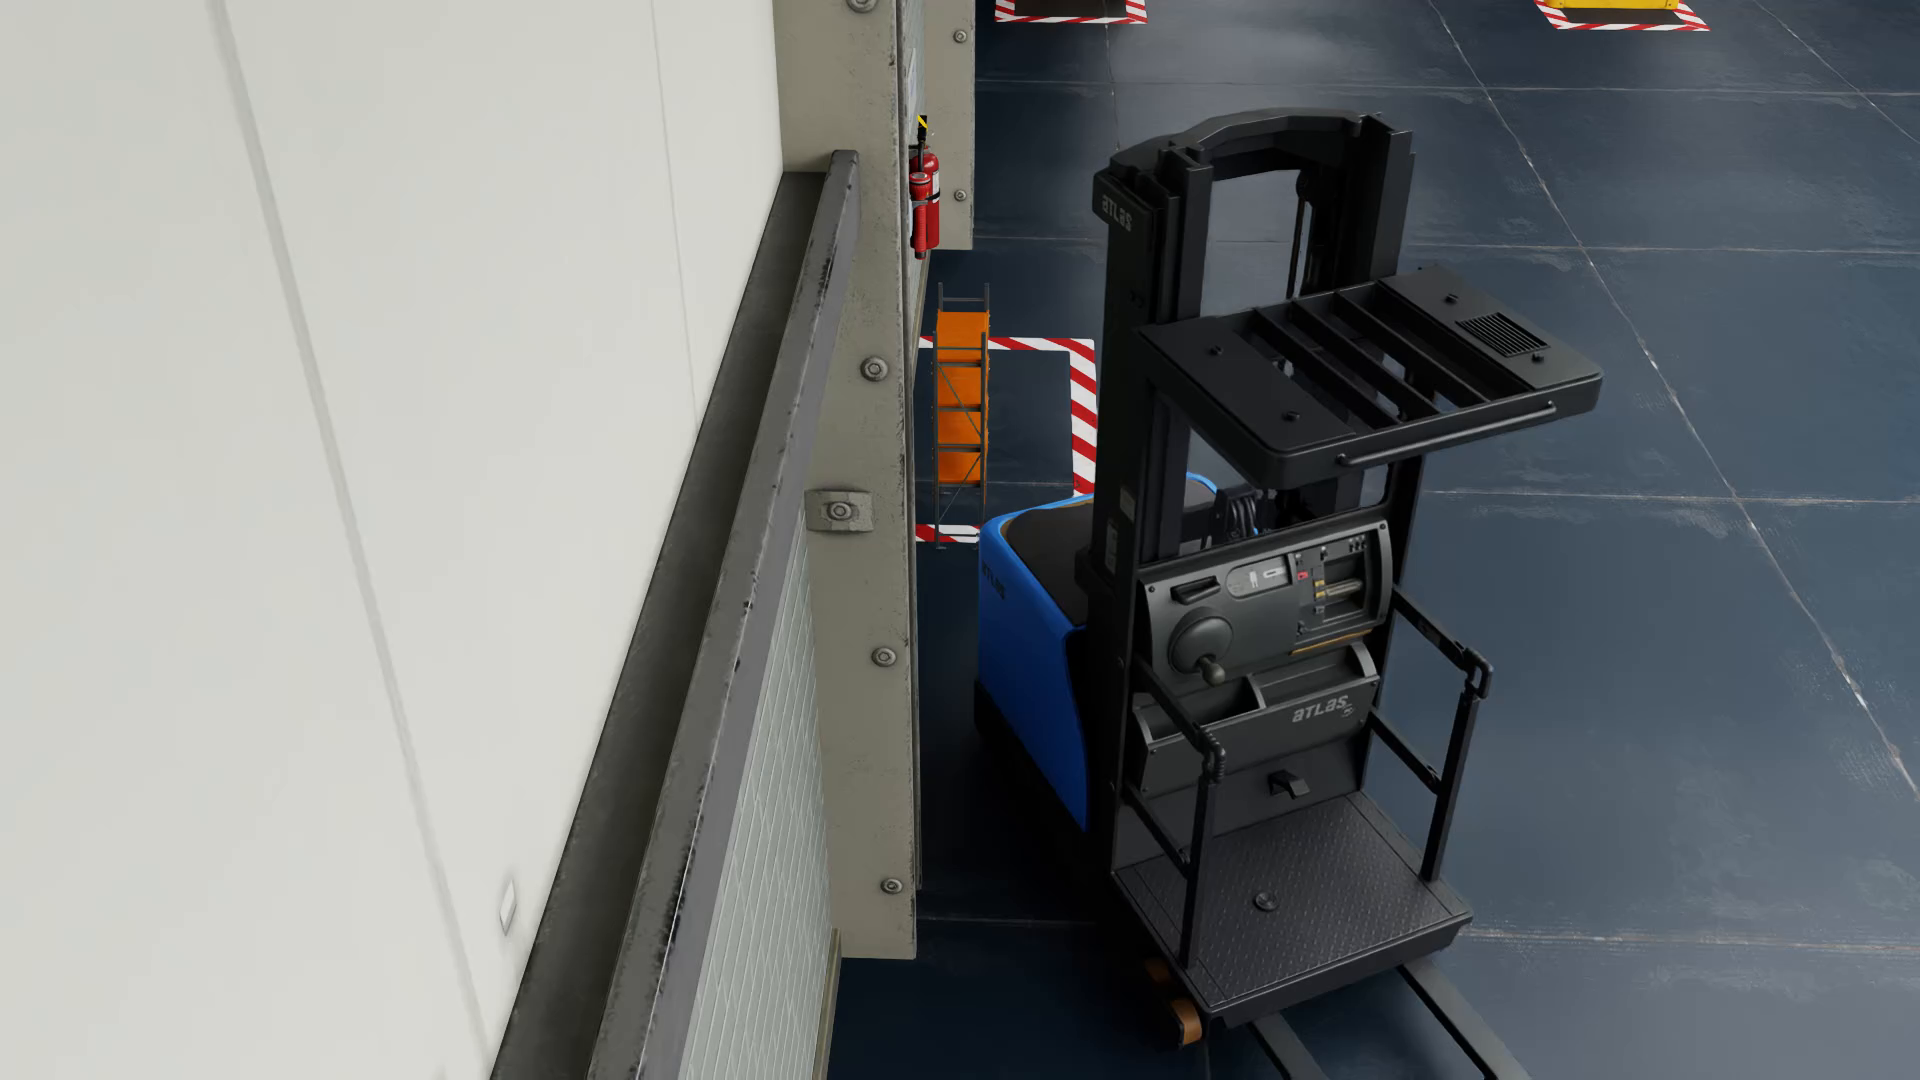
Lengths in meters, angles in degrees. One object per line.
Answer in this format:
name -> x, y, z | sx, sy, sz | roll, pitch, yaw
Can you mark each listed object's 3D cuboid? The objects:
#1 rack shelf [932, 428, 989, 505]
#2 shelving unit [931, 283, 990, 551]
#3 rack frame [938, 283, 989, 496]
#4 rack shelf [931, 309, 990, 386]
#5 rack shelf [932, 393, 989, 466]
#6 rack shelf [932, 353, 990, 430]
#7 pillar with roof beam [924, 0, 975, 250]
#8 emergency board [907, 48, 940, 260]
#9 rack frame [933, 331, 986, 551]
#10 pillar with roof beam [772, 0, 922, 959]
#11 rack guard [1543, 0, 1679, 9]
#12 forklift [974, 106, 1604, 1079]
rack shelf -> 0.007, -0.368, 8.193 | 0.258, 0.148, 0.480 | 1, 35, 2
shelving unit -> 0.007, -0.586, 8.040 | 0.258, 1.200, 0.503 | 1, 35, 2
rack frame -> 0.016, -0.726, 8.240 | 0.240, 1.200, 0.015 | 1, 35, 2
rack shelf -> 0.007, -0.907, 7.814 | 0.258, 0.148, 0.480 | 1, 35, 2
rack shelf -> 0.007, -0.531, 8.079 | 0.258, 0.148, 0.480 | 1, 35, 2
rack shelf -> 0.007, -0.714, 7.950 | 0.258, 0.148, 0.480 | 1, 35, 2
pillar with roof beam -> 4.234, -5.616, 8.415 | 9.100, 9.000, 0.400 | 1, 35, 2
emergency board -> -0.205, -1.842, 8.263 | 0.194, 1.169, 0.643 | 1, 35, 2
rack frame -> -0.003, -0.446, 7.841 | 0.240, 1.200, 0.015 | 1, 35, 2
pillar with roof beam -> 3.993, -2.169, 3.510 | 9.100, 9.000, 0.400 | 1, 35, 2
rack guard -> 5.959, -5.138, 15.125 | 1.175, 0.500, 0.348 | 1, 35, 2
forklift -> 1.111, 0.266, 5.323 | 1.130, 2.935, 3.031 | -14, 37, -19
